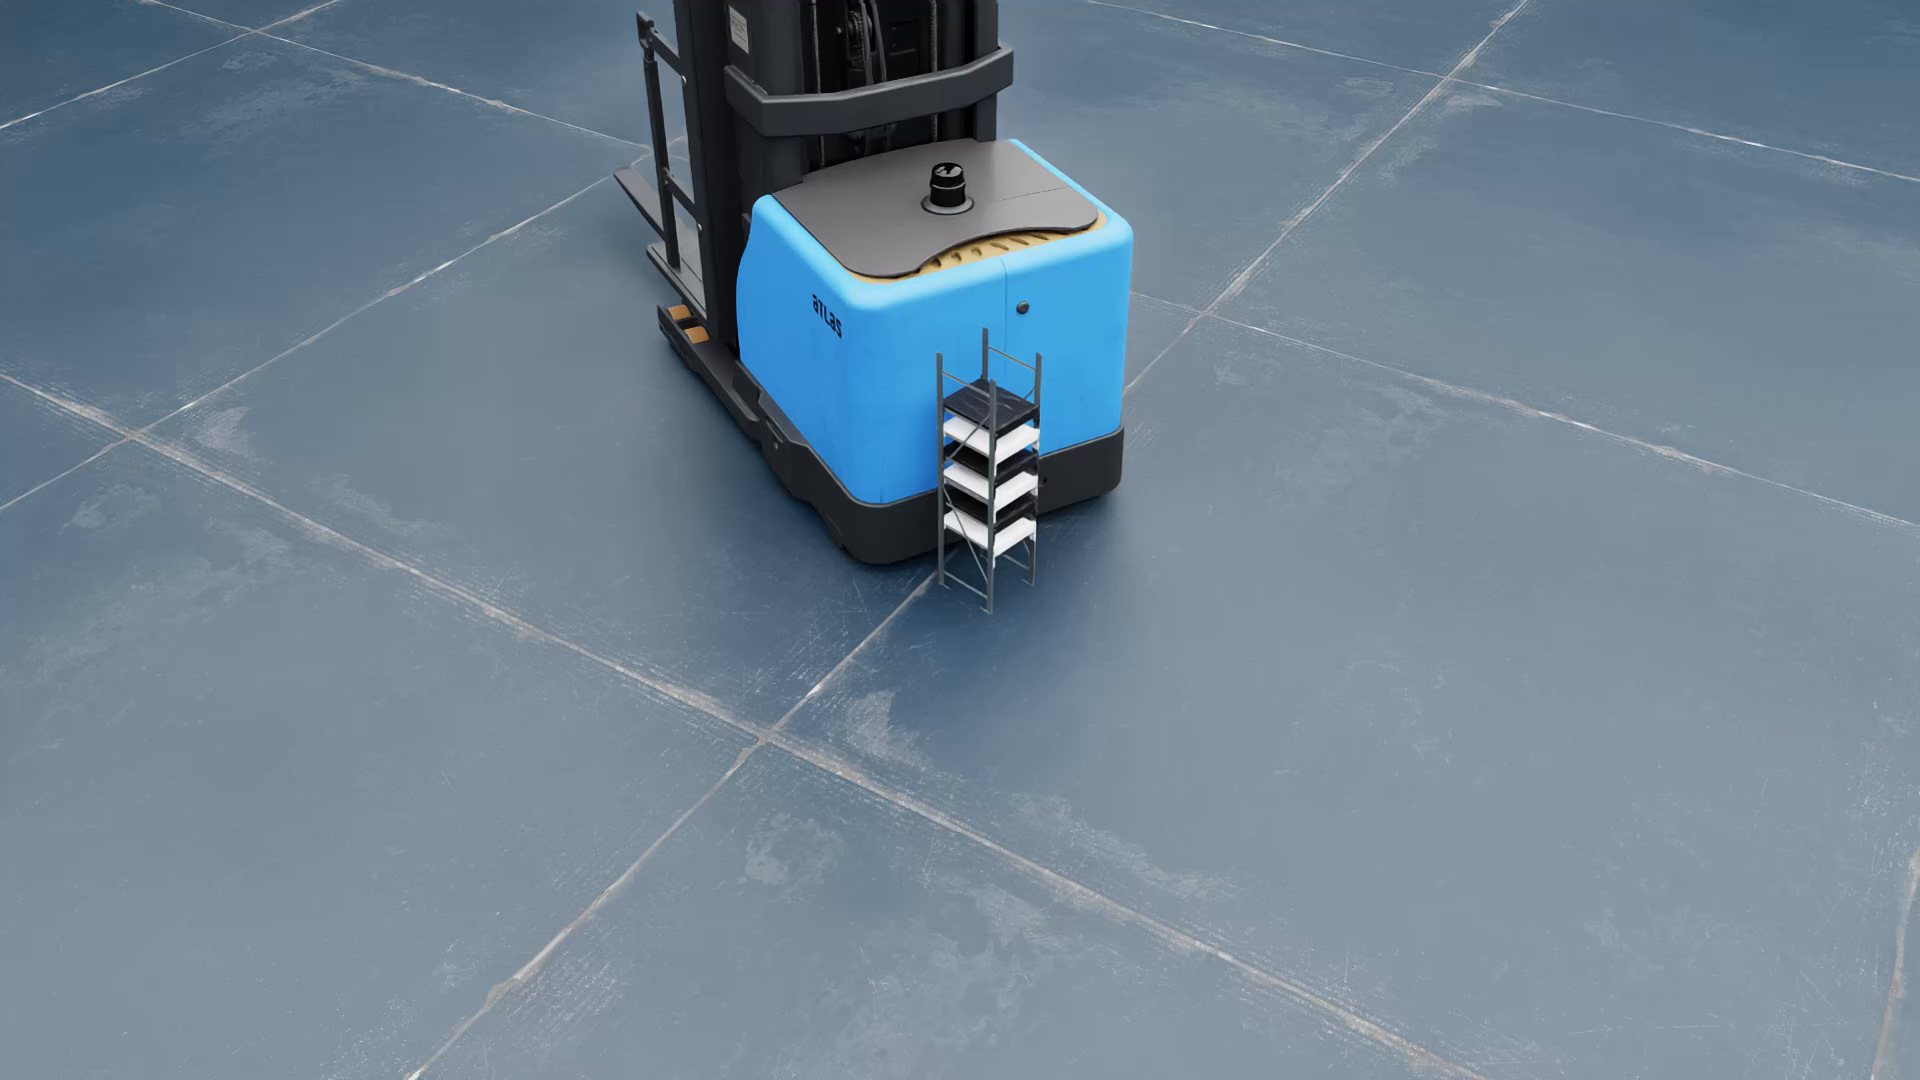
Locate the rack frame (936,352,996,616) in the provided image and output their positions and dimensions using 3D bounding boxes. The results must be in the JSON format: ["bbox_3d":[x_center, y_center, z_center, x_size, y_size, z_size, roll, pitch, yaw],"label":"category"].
[{"bbox_3d":[0.018,-0.160,5.221,0.240,0.900,0.006,30,47,33],"label":"rack frame"}]

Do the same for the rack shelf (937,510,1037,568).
[{"bbox_3d":[0.088,-0.036,5.410,0.258,0.077,0.200,30,47,33],"label":"rack shelf"}]

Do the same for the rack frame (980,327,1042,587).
[{"bbox_3d":[0.158,-0.250,5.338,0.240,0.900,0.006,30,47,33],"label":"rack frame"}]

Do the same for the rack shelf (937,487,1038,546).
[{"bbox_3d":[0.088,-0.108,5.355,0.258,0.077,0.200,30,47,33],"label":"rack shelf"}]

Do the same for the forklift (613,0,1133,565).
[{"bbox_3d":[-0.569,-1.964,5.897,1.130,2.935,3.031,-18,41,-22],"label":"forklift"}]

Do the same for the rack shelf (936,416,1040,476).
[{"bbox_3d":[0.088,-0.321,5.190,0.258,0.077,0.200,30,47,33],"label":"rack shelf"}]

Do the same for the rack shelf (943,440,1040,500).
[{"bbox_3d":[0.088,-0.250,5.245,0.258,0.077,0.200,30,47,33],"label":"rack shelf"}]

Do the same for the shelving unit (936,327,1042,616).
[{"bbox_3d":[0.088,-0.205,5.279,0.258,0.900,0.210,30,47,33],"label":"shelving unit"}]

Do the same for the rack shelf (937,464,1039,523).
[{"bbox_3d":[0.088,-0.179,5.300,0.258,0.077,0.200,30,47,33],"label":"rack shelf"}]

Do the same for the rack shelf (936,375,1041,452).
[{"bbox_3d":[0.088,-0.393,5.135,0.258,0.077,0.200,30,47,33],"label":"rack shelf"}]
